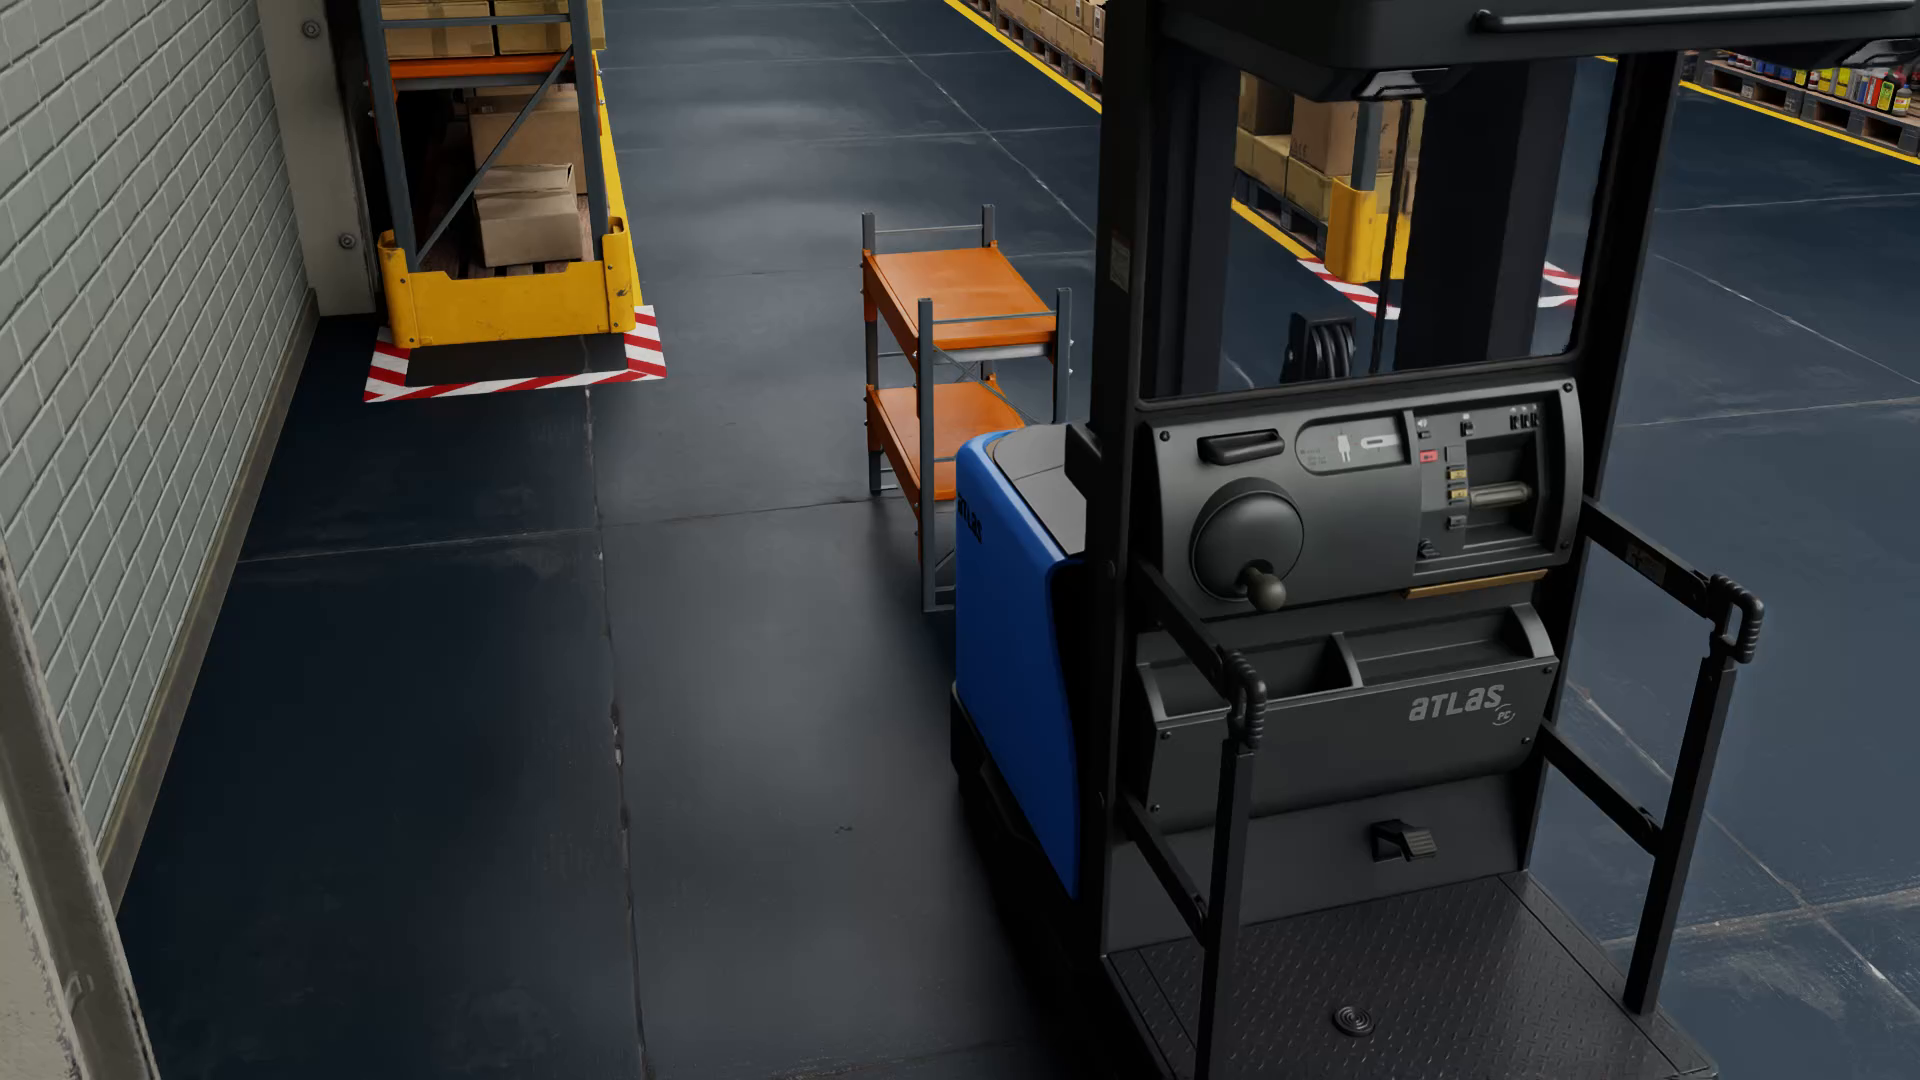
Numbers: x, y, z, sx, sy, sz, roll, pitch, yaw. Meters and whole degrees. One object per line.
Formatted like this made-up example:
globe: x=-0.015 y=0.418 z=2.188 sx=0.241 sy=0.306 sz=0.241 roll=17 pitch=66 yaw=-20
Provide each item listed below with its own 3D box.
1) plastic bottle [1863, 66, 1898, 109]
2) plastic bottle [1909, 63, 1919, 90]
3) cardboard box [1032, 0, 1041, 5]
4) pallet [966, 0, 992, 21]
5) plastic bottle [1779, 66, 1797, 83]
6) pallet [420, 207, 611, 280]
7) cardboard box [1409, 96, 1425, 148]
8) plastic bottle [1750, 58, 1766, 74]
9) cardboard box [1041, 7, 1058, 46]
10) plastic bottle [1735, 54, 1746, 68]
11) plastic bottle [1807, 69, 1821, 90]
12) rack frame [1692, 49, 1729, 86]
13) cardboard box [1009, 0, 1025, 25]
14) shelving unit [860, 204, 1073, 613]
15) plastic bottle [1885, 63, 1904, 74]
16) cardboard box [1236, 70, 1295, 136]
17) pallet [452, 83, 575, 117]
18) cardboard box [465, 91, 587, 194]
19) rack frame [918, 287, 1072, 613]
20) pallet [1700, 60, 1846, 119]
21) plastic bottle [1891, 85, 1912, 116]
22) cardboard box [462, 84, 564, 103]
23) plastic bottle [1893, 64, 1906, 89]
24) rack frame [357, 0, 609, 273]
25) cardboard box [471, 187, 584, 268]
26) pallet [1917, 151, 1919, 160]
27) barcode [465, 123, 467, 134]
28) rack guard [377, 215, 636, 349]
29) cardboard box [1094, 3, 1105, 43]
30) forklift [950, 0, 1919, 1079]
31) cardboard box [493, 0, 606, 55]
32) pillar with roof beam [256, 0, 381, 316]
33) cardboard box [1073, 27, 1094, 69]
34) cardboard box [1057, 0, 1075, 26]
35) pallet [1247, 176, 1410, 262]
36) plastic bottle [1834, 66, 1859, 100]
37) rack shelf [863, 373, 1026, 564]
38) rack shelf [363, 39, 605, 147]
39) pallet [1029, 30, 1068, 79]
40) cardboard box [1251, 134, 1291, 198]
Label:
plastic bottle: x=6.571 y=-3.228 z=11.851 sx=0.152 sy=0.276 sz=0.135 roll=-6 pitch=27 yaw=-11
plastic bottle: x=7.168 y=-3.475 z=12.424 sx=0.097 sy=0.201 sz=0.097 roll=0 pitch=27 yaw=0
cardboard box: x=0.883 y=-4.880 z=14.552 sx=0.500 sy=0.311 sz=0.500 roll=-7 pitch=28 yaw=-13
pallet: x=0.681 y=-5.470 z=16.853 sx=1.003 sy=0.211 sz=1.213 roll=-6 pitch=27 yaw=-12
plastic bottle: x=6.360 y=-3.663 z=12.630 sx=0.144 sy=0.351 sz=0.185 roll=-7 pitch=28 yaw=-14
pallet: x=-2.376 y=-1.515 z=9.018 sx=1.003 sy=0.211 sz=1.213 roll=-6 pitch=27 yaw=-12
cardboard box: x=2.596 y=-2.643 z=9.911 sx=0.500 sy=0.500 sz=0.500 roll=-6 pitch=27 yaw=-12
plastic bottle: x=6.284 y=-3.786 z=12.956 sx=0.152 sy=0.276 sz=0.135 roll=-5 pitch=27 yaw=-10
cardboard box: x=0.996 y=-4.410 z=14.244 sx=0.500 sy=0.250 sz=0.500 roll=-5 pitch=27 yaw=-11
plastic bottle: x=6.208 y=-3.847 z=13.160 sx=0.097 sy=0.201 sz=0.097 roll=0 pitch=27 yaw=0
plastic bottle: x=6.401 y=-3.470 z=12.413 sx=0.097 sy=0.201 sz=0.097 roll=0 pitch=27 yaw=0
rack frame: x=6.540 y=-5.129 z=13.082 sx=1.000 sy=3.000 sz=0.127 roll=-6 pitch=27 yaw=-12
cardboard box: x=0.758 y=-4.863 z=15.141 sx=0.500 sy=0.250 sz=0.500 roll=-7 pitch=28 yaw=-13
shelving unit: x=-0.002 y=-0.505 z=6.002 sx=0.538 sy=1.125 sz=1.048 roll=-6 pitch=27 yaw=-12
plastic bottle: x=7.011 y=-3.550 z=12.481 sx=0.061 sy=0.283 sz=0.133 roll=-6 pitch=27 yaw=-12
cardboard box: x=1.964 y=-2.809 z=10.239 sx=0.500 sy=0.500 sz=0.500 roll=-6 pitch=27 yaw=-12
pallet: x=-3.289 y=-3.219 z=12.394 sx=1.003 sy=0.211 sz=1.213 roll=-6 pitch=27 yaw=-12
cardboard box: x=-2.524 y=-2.337 z=9.838 sx=0.700 sy=0.500 sz=0.500 roll=-8 pitch=28 yaw=-15
rack frame: x=0.113 y=-0.282 z=5.560 sx=0.500 sy=1.125 sz=0.032 roll=-6 pitch=27 yaw=-12
pallet: x=6.651 y=-3.585 z=13.118 sx=1.003 sy=0.211 sz=1.213 roll=-6 pitch=27 yaw=-12
plastic bottle: x=6.601 y=-3.082 z=11.644 sx=0.097 sy=0.201 sz=0.097 roll=0 pitch=27 yaw=0
cardboard box: x=-3.294 y=-3.525 z=12.190 sx=0.700 sy=0.500 sz=0.500 roll=-5 pitch=27 yaw=-10
plastic bottle: x=6.674 y=-3.243 z=11.872 sx=0.061 sy=0.283 sz=0.133 roll=-6 pitch=27 yaw=-12
rack frame: x=-2.211 y=-2.367 z=7.610 sx=1.000 sy=3.000 sz=0.127 roll=-6 pitch=27 yaw=-12
cardboard box: x=-2.279 y=-1.676 z=8.736 sx=0.500 sy=0.311 sz=0.500 roll=-9 pitch=28 yaw=-17
pallet: x=7.201 y=-2.514 z=10.996 sx=1.003 sy=0.211 sz=1.213 roll=-6 pitch=27 yaw=-12
barcode: x=-3.213 y=-2.674 z=10.816 sx=0.001 sy=0.075 sz=0.075 roll=-6 pitch=27 yaw=-12
rack guard: x=-2.228 y=-1.284 z=8.239 sx=1.175 sy=0.500 sz=0.348 roll=-6 pitch=27 yaw=-12
cardboard box: x=1.343 y=-3.986 z=12.782 sx=0.500 sy=0.311 sz=0.500 roll=-6 pitch=27 yaw=-12
forklift: x=0.880 y=-0.057 z=3.110 sx=1.130 sy=2.935 sz=3.031 roll=-8 pitch=28 yaw=-15
cardboard box: x=-2.011 y=-2.555 z=8.127 sx=0.500 sy=0.250 sz=0.500 roll=-7 pitch=28 yaw=-13
pillar with roof beam: x=0.983 y=-5.701 z=7.559 sx=9.100 sy=9.000 sz=0.400 roll=-6 pitch=27 yaw=-12
cardboard box: x=1.225 y=-3.962 z=13.356 sx=0.500 sy=0.250 sz=0.500 roll=-6 pitch=27 yaw=-12
cardboard box: x=1.109 y=-4.433 z=13.668 sx=0.500 sy=0.311 sz=0.500 roll=-6 pitch=27 yaw=-12
pallet: x=2.402 y=-1.958 z=9.895 sx=1.003 sy=0.211 sz=1.213 roll=-6 pitch=27 yaw=-12
plastic bottle: x=6.498 y=-3.395 z=12.099 sx=0.144 sy=0.351 sz=0.185 roll=-5 pitch=27 yaw=-9
rack shelf: x=-0.002 y=-0.287 z=6.113 sx=0.538 sy=0.278 sz=1.000 roll=-6 pitch=27 yaw=-12
rack shelf: x=-2.661 y=-2.923 z=9.511 sx=1.077 sy=0.370 sz=4.000 roll=-6 pitch=27 yaw=-12
pallet: x=1.231 y=-4.239 z=14.413 sx=1.003 sy=0.211 sz=1.213 roll=-6 pitch=27 yaw=-12
cardboard box: x=2.082 y=-2.255 z=9.974 sx=0.500 sy=0.250 sz=0.500 roll=-6 pitch=27 yaw=-12
